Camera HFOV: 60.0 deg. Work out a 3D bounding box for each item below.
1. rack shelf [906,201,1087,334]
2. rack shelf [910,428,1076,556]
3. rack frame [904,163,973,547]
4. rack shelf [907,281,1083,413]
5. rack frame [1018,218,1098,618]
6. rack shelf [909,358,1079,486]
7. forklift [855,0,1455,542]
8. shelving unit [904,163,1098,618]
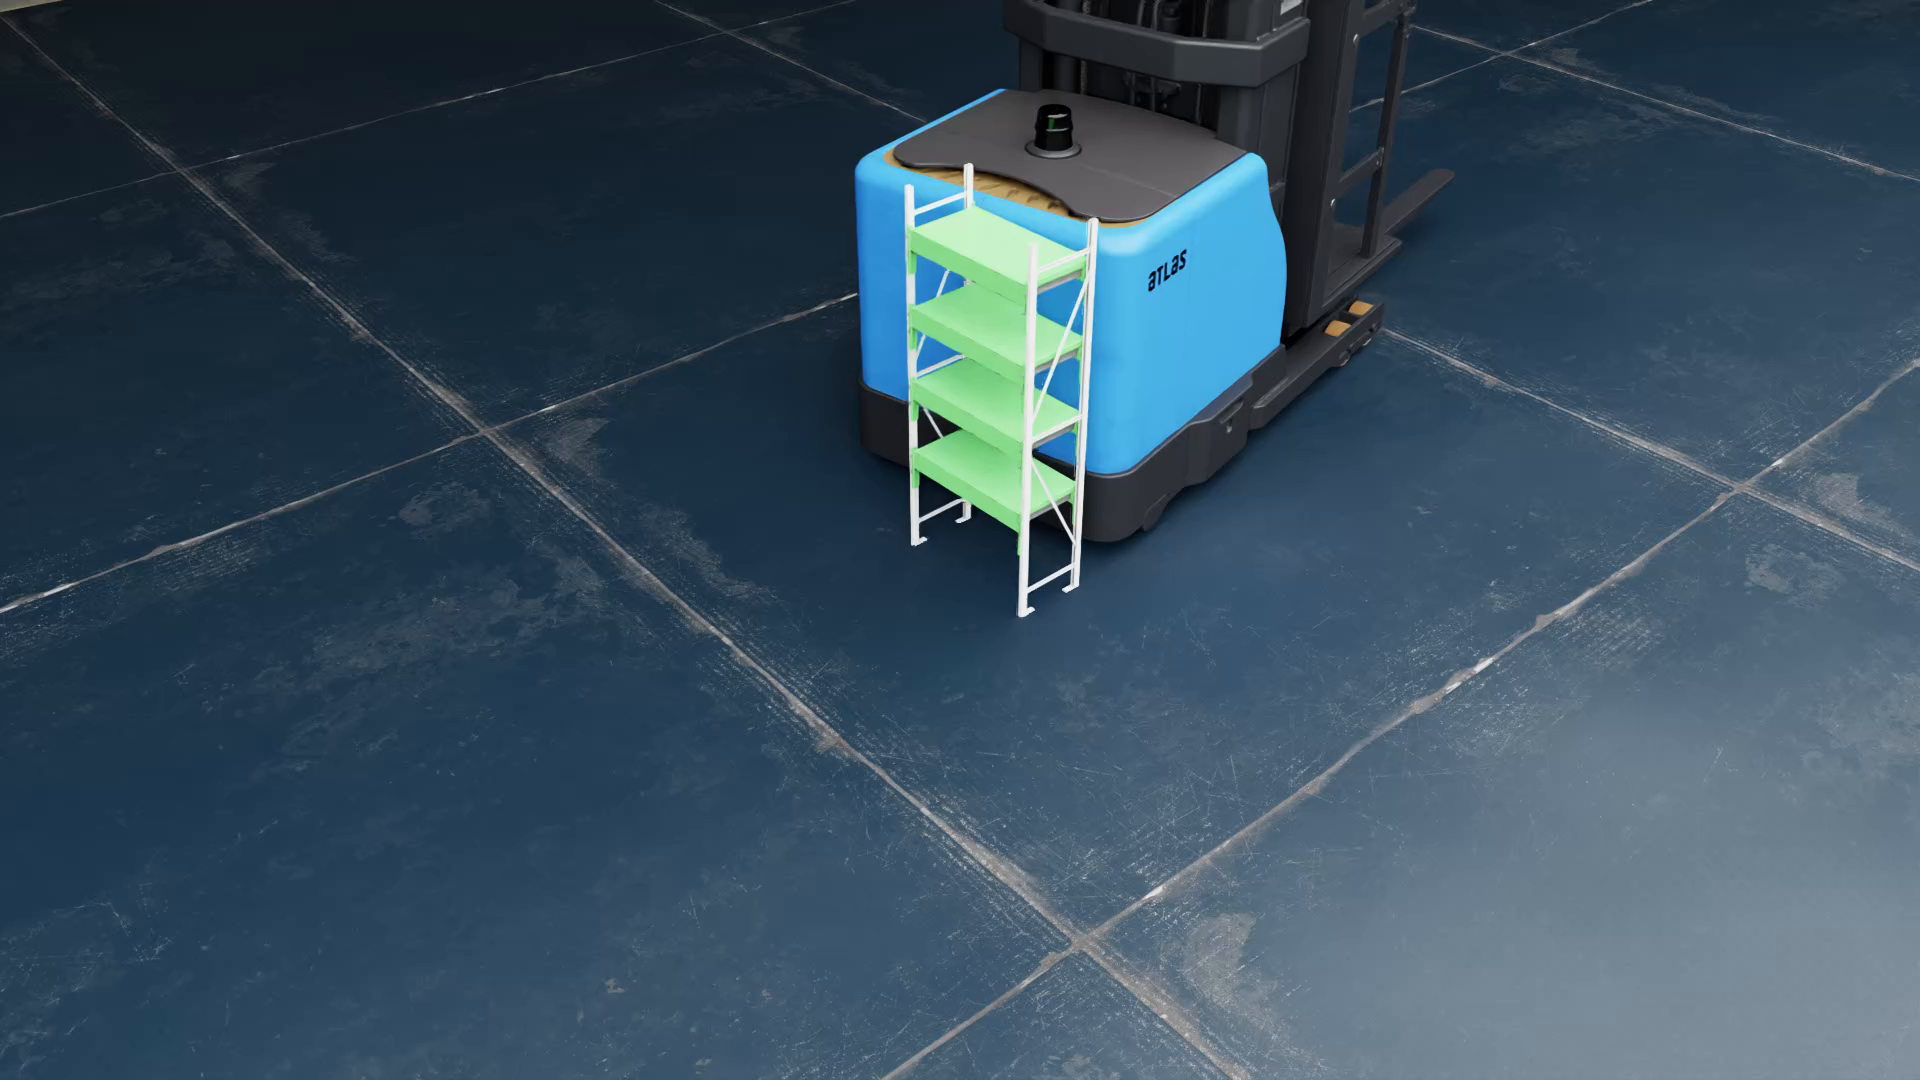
[{"bbox_3d":[0.105,-0.753,4.555,0.258,0.148,0.480,-27,44,-33],"label":"rack shelf"},{"bbox_3d":[0.104,-0.165,4.970,0.258,0.148,0.480,-27,44,-33],"label":"rack shelf"},{"bbox_3d":[-0.059,-0.518,4.943,0.240,1.200,0.015,-27,44,-33],"label":"rack frame"},{"bbox_3d":[0.105,-0.557,4.693,0.258,0.148,0.480,-27,44,-33],"label":"rack shelf"},{"bbox_3d":[0.267,-0.308,4.646,0.240,1.200,0.015,-27,44,-33],"label":"rack frame"},{"bbox_3d":[0.104,-0.361,4.831,0.258,0.148,0.480,-27,44,-33],"label":"rack shelf"},{"bbox_3d":[0.941,-1.990,5.523,1.130,2.935,3.031,23,41,29],"label":"forklift"},{"bbox_3d":[0.104,-0.413,4.795,0.258,1.200,0.503,-27,44,-33],"label":"shelving unit"}]
